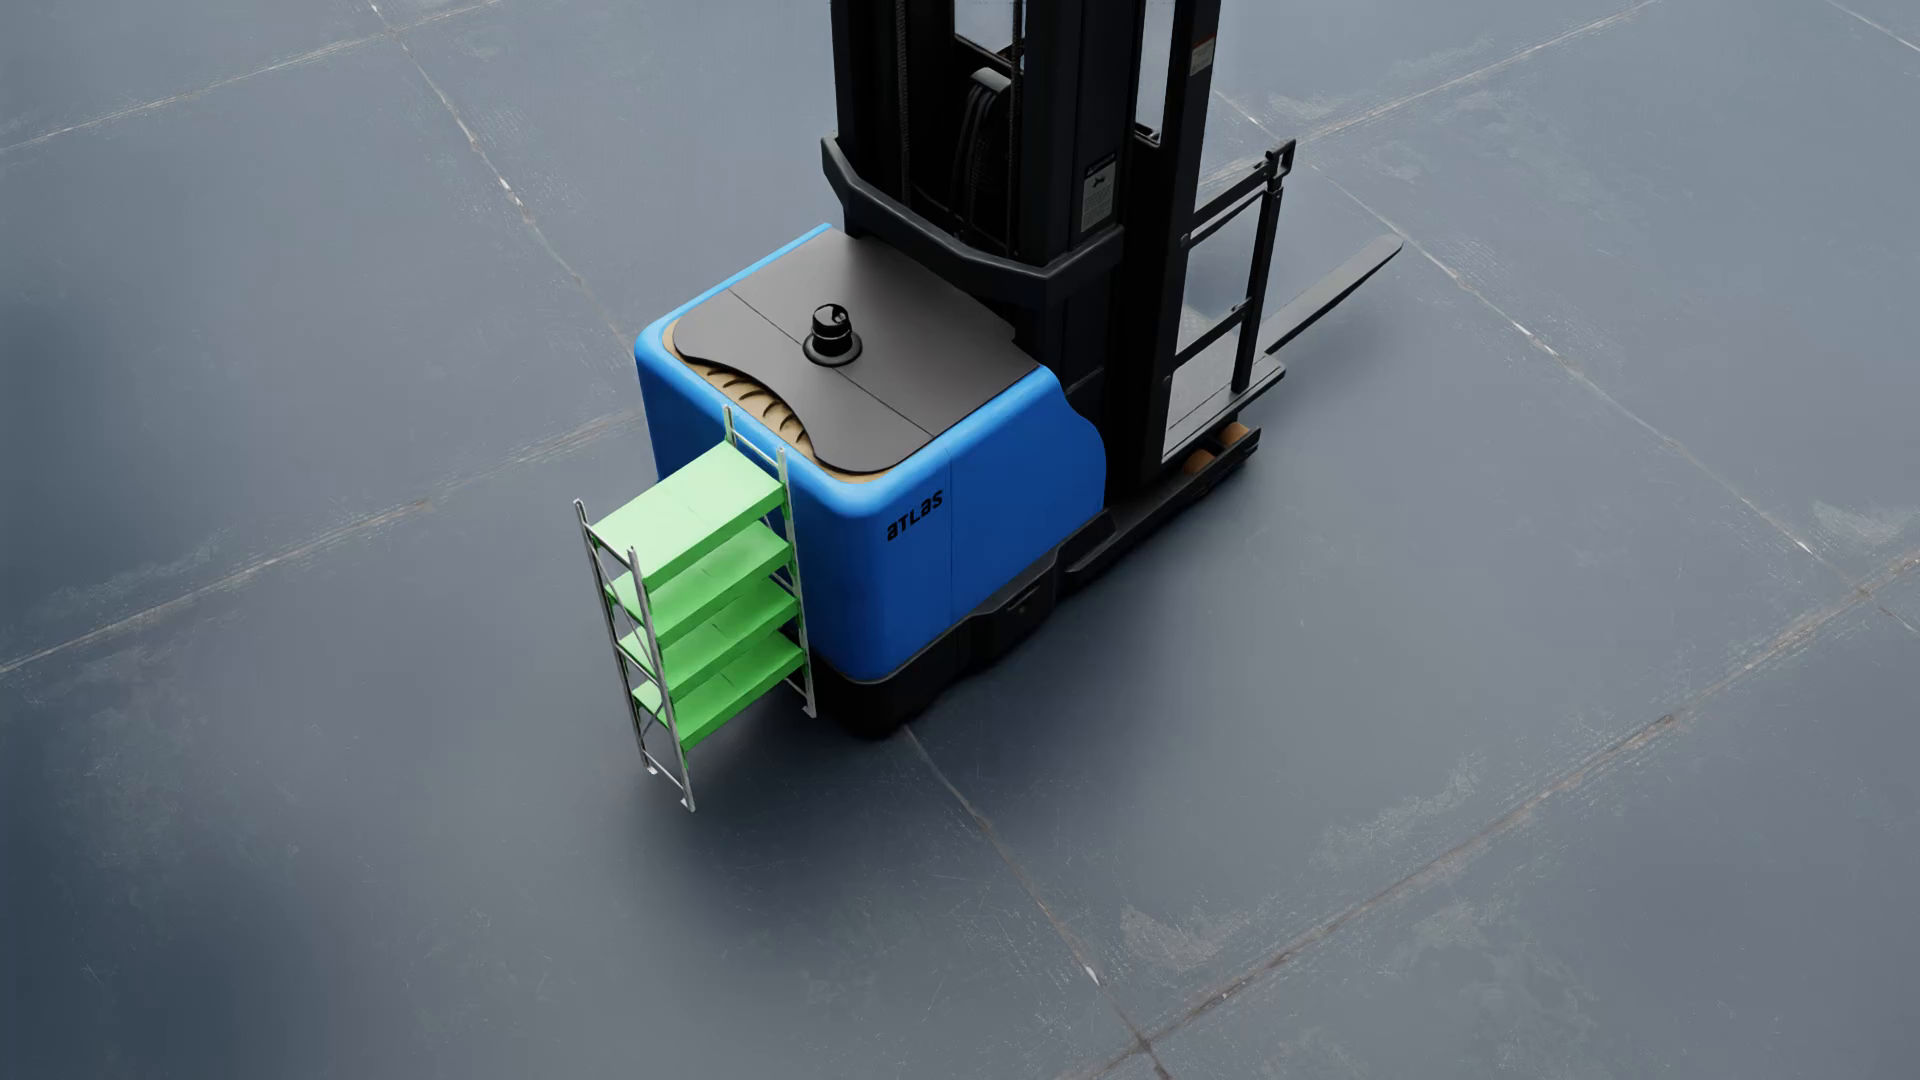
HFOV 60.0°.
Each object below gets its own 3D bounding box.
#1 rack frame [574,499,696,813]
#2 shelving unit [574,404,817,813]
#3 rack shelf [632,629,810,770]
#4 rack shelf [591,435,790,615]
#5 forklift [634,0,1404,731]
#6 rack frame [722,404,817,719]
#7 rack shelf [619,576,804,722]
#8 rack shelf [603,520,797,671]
[{"bbox_3d":[-0.891,0.359,4.627,0.015,1.200,0.240,-37,58,-28],"label":"rack frame"},{"bbox_3d":[-0.718,0.230,4.740,0.503,1.200,0.258,-37,58,-28],"label":"shelving unit"},{"bbox_3d":[-0.716,0.431,4.968,0.480,0.148,0.258,-37,58,-28],"label":"rack shelf"},{"bbox_3d":[-0.720,-0.046,4.428,0.480,0.148,0.258,-37,58,-28],"label":"rack shelf"},{"bbox_3d":[0.428,-1.379,5.015,3.031,2.935,1.130,-37,58,-28],"label":"forklift"},{"bbox_3d":[-0.545,0.100,4.853,0.015,1.200,0.240,-37,58,-28],"label":"rack frame"},{"bbox_3d":[-0.717,0.272,4.788,0.480,0.148,0.258,-37,58,-28],"label":"rack shelf"},{"bbox_3d":[-0.719,0.113,4.608,0.480,0.148,0.258,-37,58,-28],"label":"rack shelf"}]
